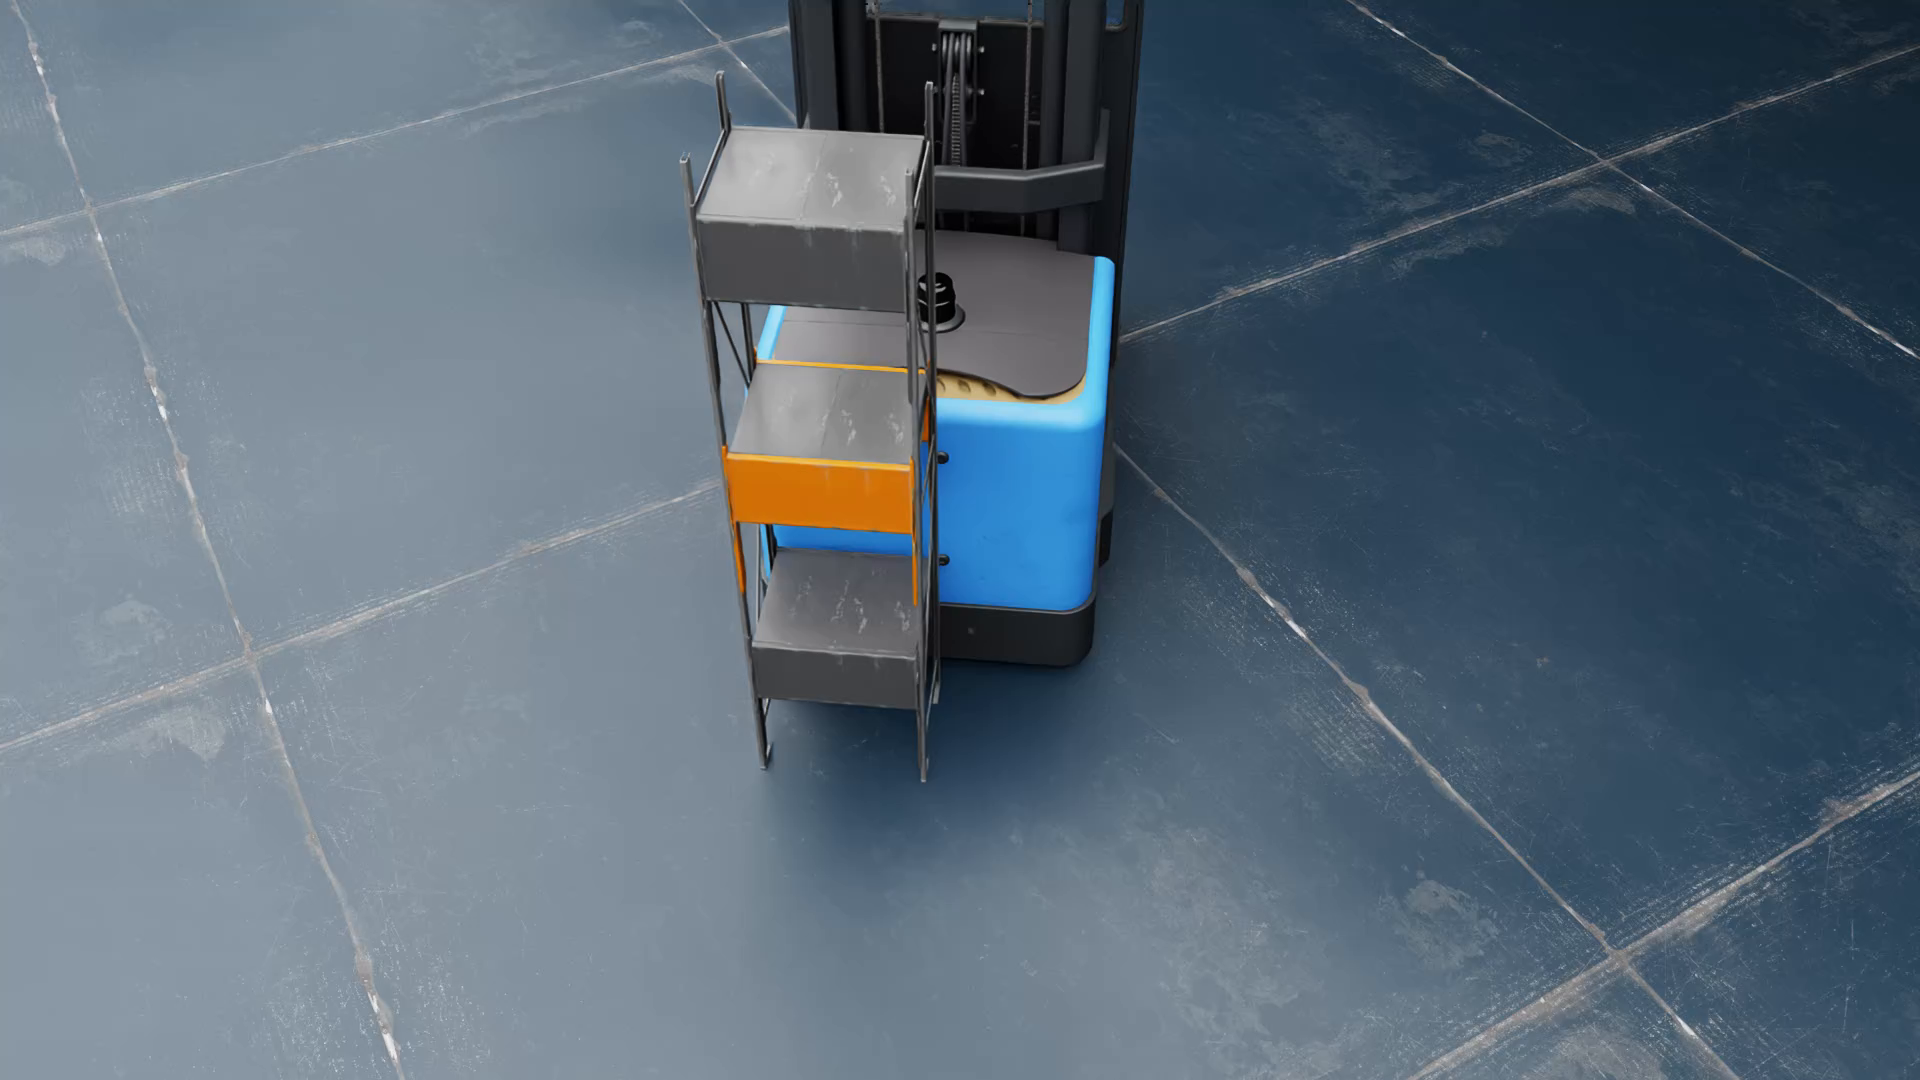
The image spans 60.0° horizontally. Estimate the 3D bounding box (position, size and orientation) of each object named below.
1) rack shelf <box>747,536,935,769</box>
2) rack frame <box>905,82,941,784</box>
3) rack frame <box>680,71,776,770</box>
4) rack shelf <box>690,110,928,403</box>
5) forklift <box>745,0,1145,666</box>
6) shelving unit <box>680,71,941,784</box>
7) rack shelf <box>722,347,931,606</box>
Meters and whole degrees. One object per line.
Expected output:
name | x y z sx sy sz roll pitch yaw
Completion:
rack shelf | -0.332 0.334 4.923 0.480 0.518 0.431 4 44 4
rack frame | -0.089 -0.161 4.408 0.015 2.100 0.400 4 44 4
rack frame | -0.575 -0.196 4.444 0.015 2.100 0.400 4 44 4
rack shelf | -0.332 -0.671 3.948 0.480 0.518 0.431 4 44 4
forklift | 0.044 -1.682 5.379 1.130 2.935 3.031 4 44 4
shelving unit | -0.332 -0.178 4.426 0.503 2.100 0.431 4 44 4
rack shelf | -0.332 -0.168 4.435 0.480 0.518 0.431 4 44 4
